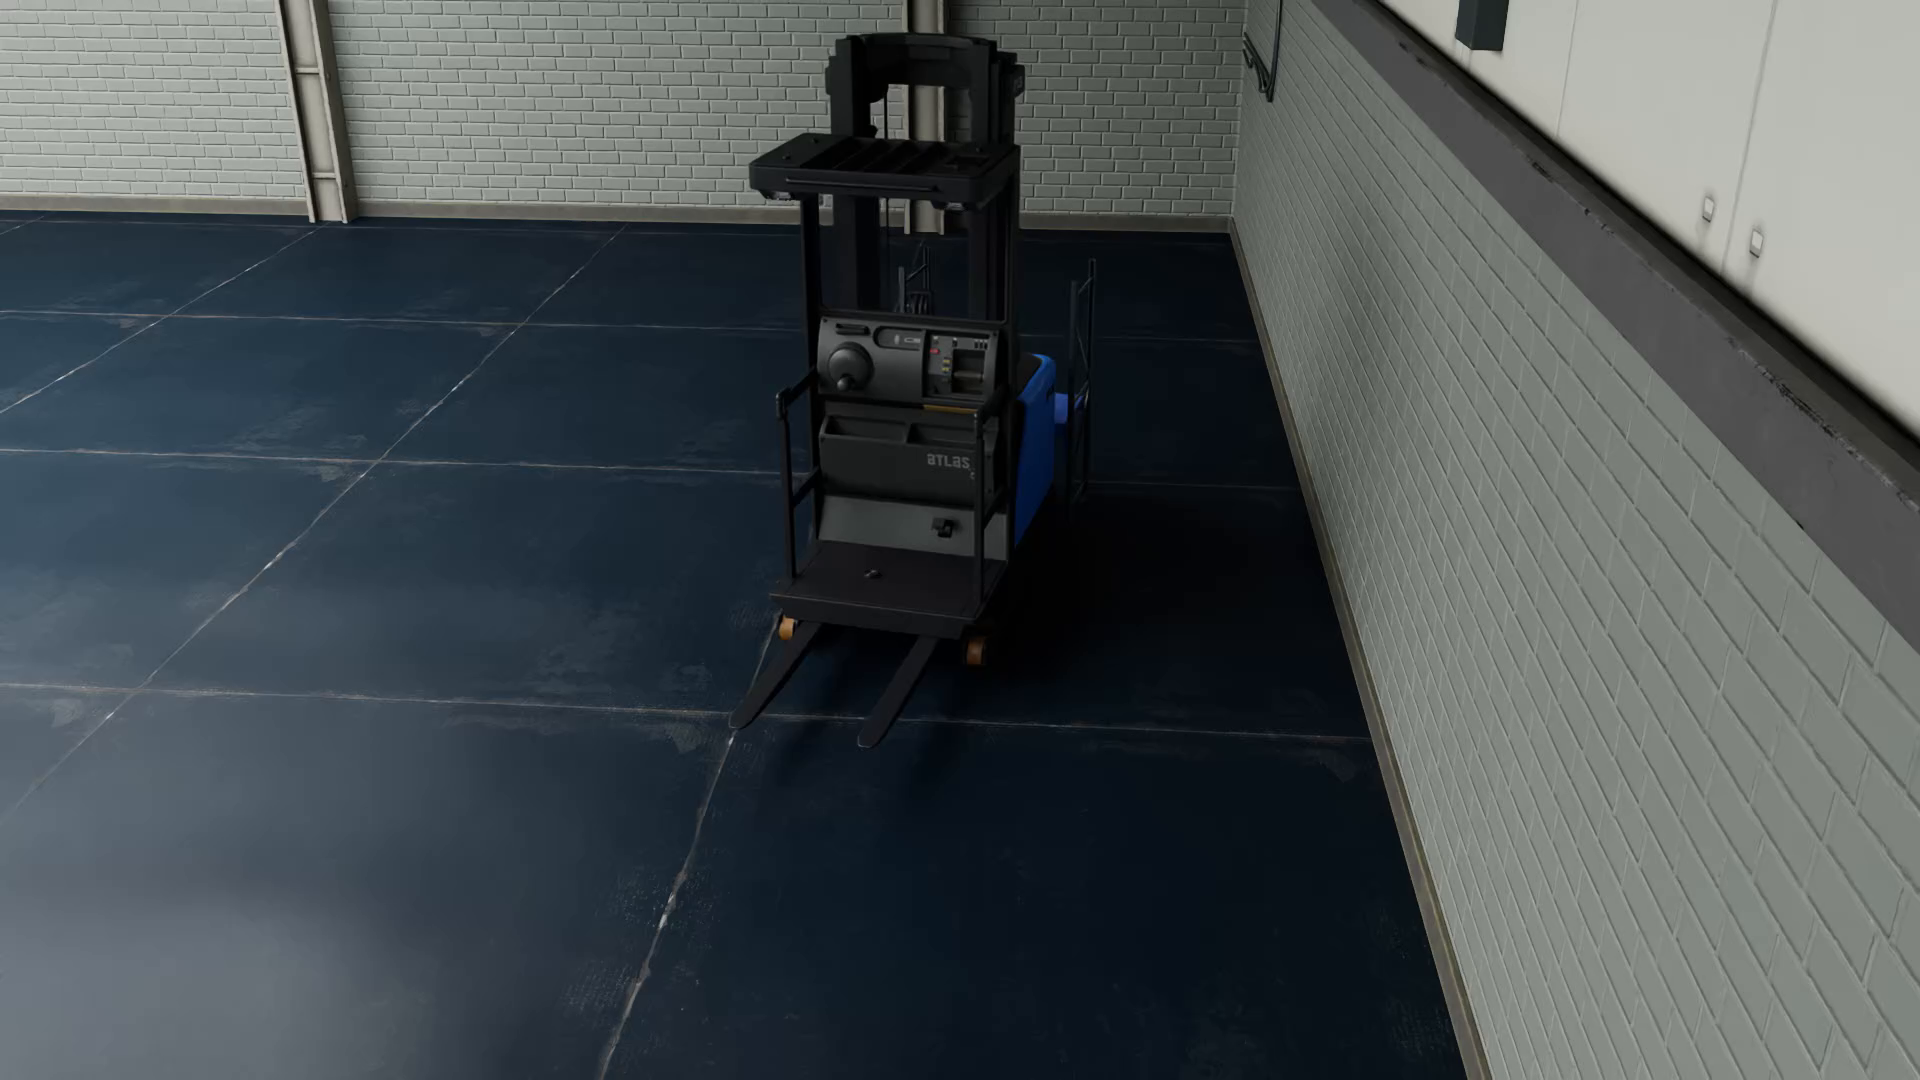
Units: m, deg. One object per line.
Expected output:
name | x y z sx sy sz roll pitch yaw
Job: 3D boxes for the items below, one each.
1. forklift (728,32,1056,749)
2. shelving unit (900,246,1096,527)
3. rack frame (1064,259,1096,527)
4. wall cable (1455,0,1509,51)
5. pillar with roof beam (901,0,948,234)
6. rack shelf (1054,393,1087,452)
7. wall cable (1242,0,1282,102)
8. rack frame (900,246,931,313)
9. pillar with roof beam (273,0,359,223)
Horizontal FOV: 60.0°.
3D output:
forklift | -0.316 -0.870 8.135 1.130 2.935 3.031 6 25 14
shelving unit | 0.225 -0.925 9.966 1.048 1.500 0.538 7 26 15
rack frame | 0.711 -0.862 9.830 0.032 1.500 0.500 7 26 15
wall cable | 1.761 -4.085 3.793 0.169 6.003 2.305 2 25 4
pillar with roof beam | -0.662 -5.347 10.605 0.400 9.000 9.100 2 25 4
rack shelf | 0.225 -0.761 10.041 1.000 0.185 0.538 7 26 15
wall cable | 2.504 -5.085 13.751 0.112 2.526 3.097 2 25 4
rack frame | -0.261 -0.987 10.101 0.032 1.500 0.500 7 26 15
pillar with roof beam | -6.644 -5.539 11.023 0.400 9.000 9.100 2 25 4
